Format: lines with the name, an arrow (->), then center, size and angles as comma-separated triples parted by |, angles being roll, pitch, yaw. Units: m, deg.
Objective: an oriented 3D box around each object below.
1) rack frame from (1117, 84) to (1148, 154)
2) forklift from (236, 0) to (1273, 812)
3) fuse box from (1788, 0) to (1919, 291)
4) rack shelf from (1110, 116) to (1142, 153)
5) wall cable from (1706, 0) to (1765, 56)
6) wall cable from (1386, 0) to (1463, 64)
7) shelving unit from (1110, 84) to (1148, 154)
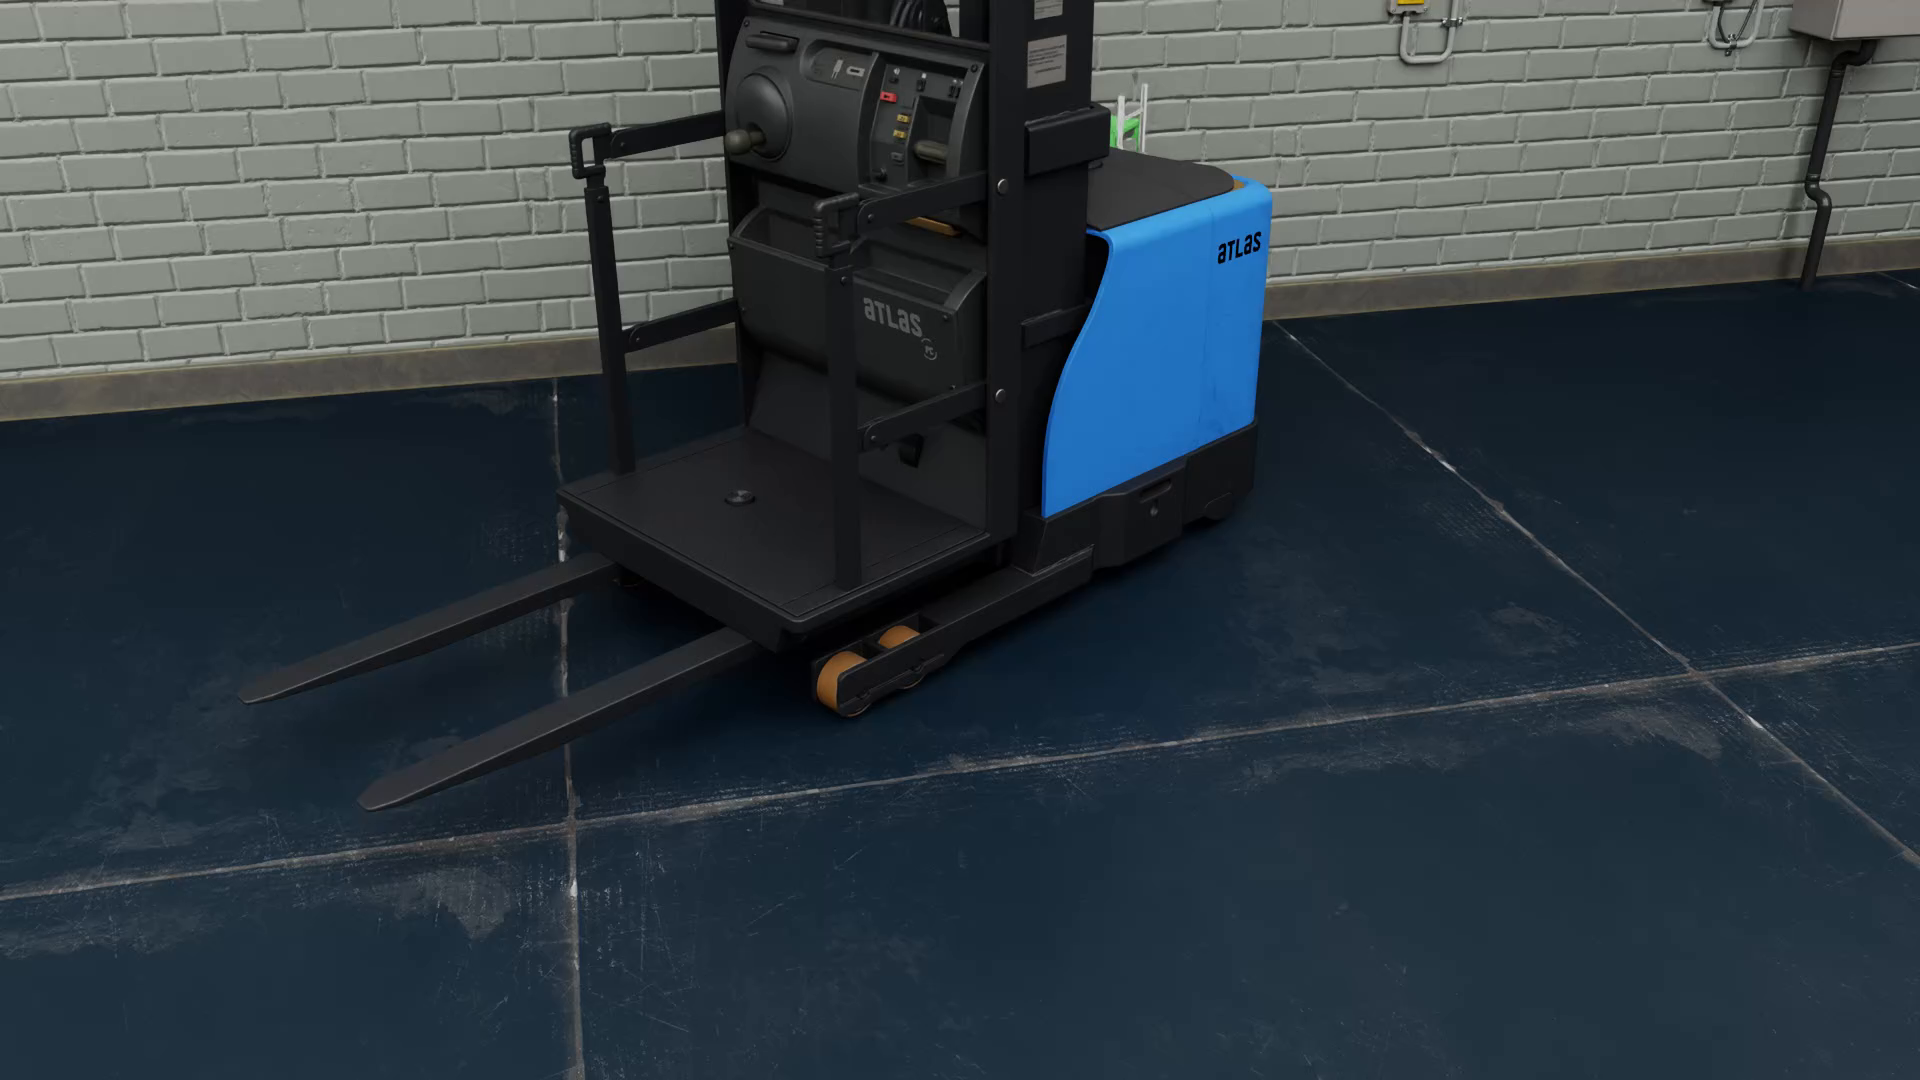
rack frame -> 0.578, -0.970, 5.835 | 0.015, 1.200, 0.240 | 12, 29, 23
forklift -> -0.442, -1.111, 4.198 | 3.031, 2.935, 1.130 | -24, 35, -39
fuse box -> 3.838, -1.883, 7.081 | 0.539, 1.711, 0.414 | -6, 27, -12
rack shelf -> 0.361, -1.391, 5.748 | 0.480, 0.148, 0.258 | 12, 29, 23
wall cable -> 3.138, -2.911, 6.561 | 0.588, 1.984, 0.122 | -6, 27, -12
wall cable -> 1.758, -2.776, 6.259 | 0.585, 1.953, 0.123 | -6, 27, -12
shelving unit -> 0.359, -1.018, 5.930 | 0.503, 1.200, 0.258 | 12, 29, 23
